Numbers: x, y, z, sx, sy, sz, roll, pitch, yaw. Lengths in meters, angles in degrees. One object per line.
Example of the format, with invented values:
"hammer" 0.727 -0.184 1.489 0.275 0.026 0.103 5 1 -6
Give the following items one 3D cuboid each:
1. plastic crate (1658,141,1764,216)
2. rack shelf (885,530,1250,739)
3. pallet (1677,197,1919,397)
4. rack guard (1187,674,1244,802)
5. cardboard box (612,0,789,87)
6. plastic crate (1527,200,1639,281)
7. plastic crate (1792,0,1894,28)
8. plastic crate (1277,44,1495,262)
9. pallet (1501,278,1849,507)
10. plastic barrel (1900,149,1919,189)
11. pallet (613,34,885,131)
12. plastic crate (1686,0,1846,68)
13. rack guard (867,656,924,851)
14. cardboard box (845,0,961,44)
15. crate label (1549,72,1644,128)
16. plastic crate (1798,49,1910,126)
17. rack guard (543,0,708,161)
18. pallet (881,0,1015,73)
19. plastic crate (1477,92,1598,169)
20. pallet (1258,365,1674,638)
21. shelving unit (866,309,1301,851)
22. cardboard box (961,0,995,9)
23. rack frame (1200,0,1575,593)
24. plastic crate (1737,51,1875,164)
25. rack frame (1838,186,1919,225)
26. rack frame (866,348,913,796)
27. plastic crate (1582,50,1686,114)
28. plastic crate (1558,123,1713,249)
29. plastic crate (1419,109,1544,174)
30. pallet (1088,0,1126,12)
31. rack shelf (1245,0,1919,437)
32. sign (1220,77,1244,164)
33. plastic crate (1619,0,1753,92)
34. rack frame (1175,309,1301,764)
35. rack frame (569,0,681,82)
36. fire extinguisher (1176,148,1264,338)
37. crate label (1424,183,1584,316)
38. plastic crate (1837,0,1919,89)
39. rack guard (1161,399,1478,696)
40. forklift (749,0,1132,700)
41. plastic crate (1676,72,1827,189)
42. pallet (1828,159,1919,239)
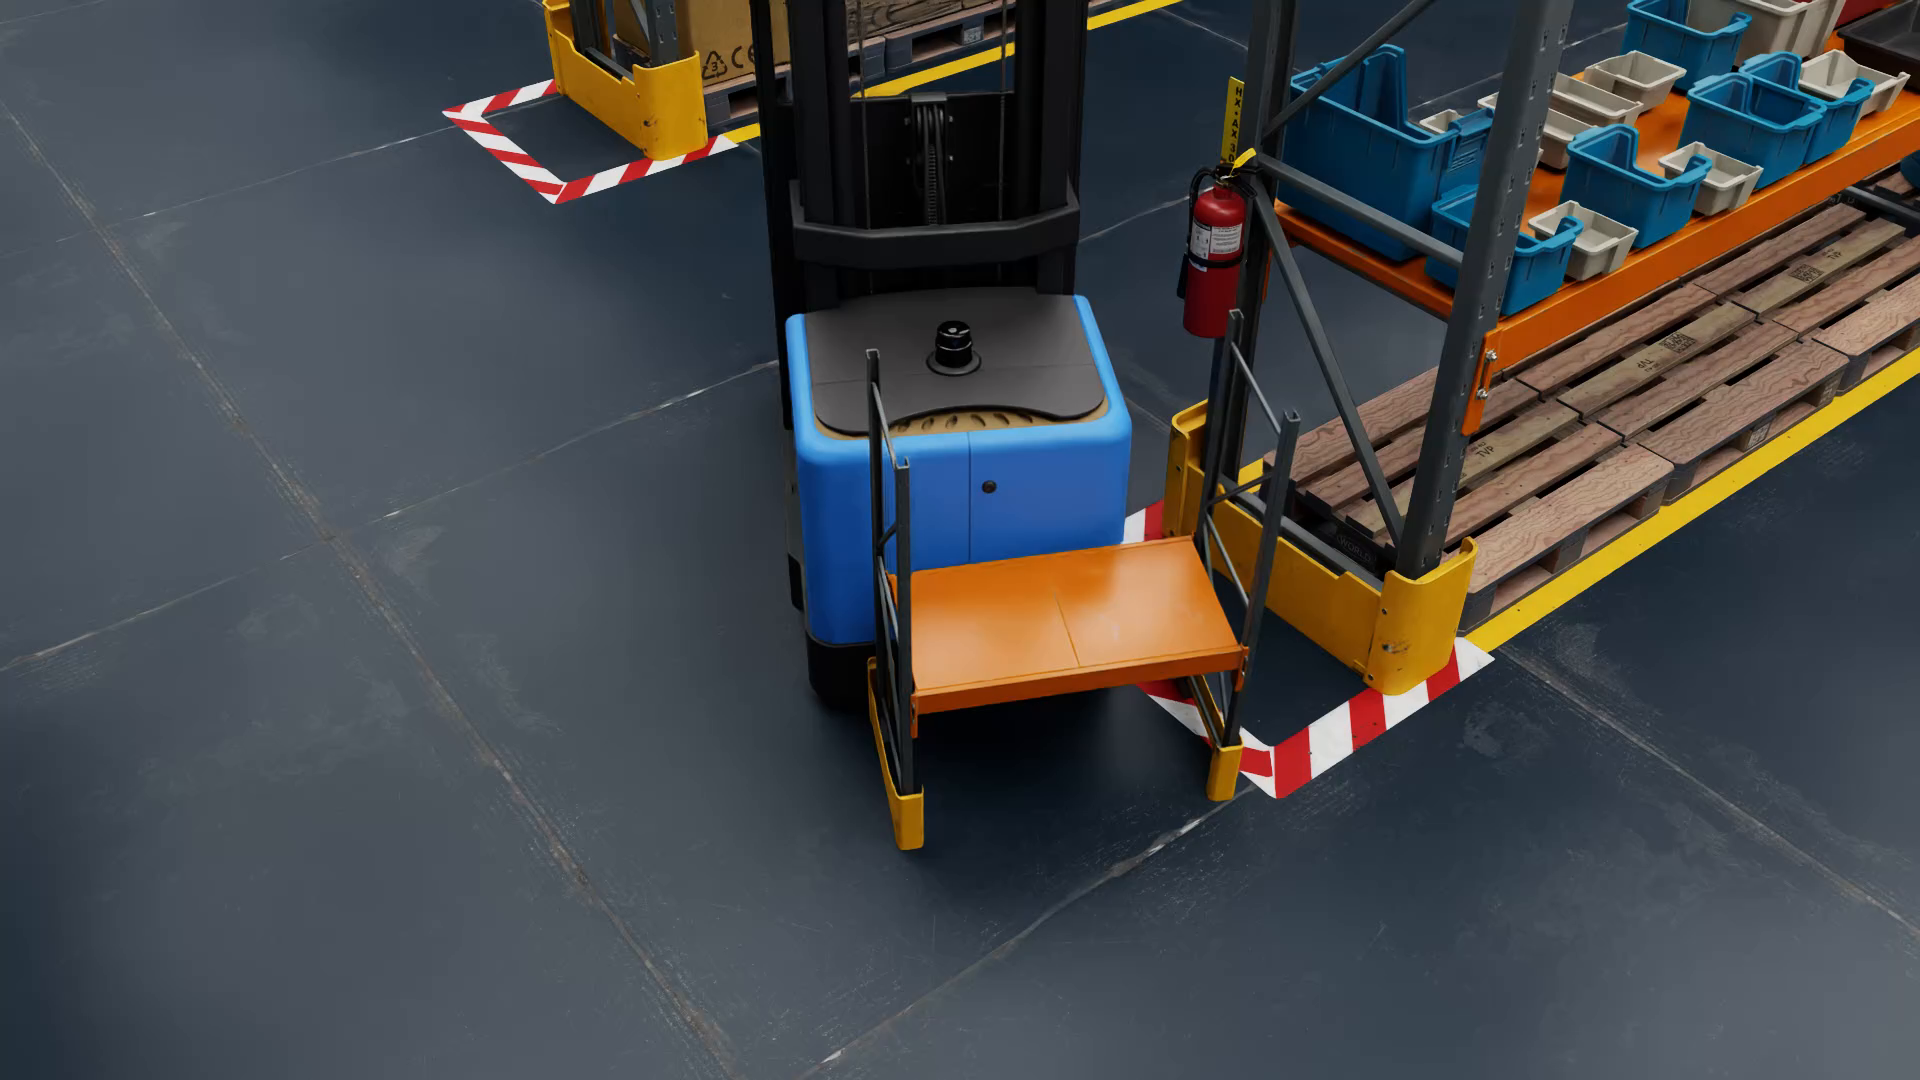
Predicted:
"plastic crate" 2.478 -1.189 5.495 0.298 0.136 0.250 -26 46 -28
"rack shelf" 0.299 0.271 4.992 1.000 0.185 0.538 -7 44 -9
"pallet" 3.851 -1.157 7.494 1.213 0.211 1.003 -26 46 -28
"rack guard" 0.773 0.535 5.370 0.087 0.250 0.587 -7 44 -9
"cardboard box" -1.320 -3.112 9.023 0.875 0.875 0.875 -26 46 -28
"plastic crate" 1.940 -0.926 5.175 0.298 0.136 0.250 -26 46 -28
"plastic crate" 3.550 -2.368 6.674 0.583 0.464 0.402 -26 46 -28
"plastic crate" 1.391 -1.253 5.337 0.499 0.435 0.616 -26 46 -28
"pallet" 2.883 -0.683 6.916 1.213 0.211 1.003 -26 46 -28
"plastic barrel" 4.852 -2.092 7.758 0.708 0.901 0.600 -26 46 -28
"pallet" -1.193 -2.754 9.441 1.213 0.211 1.003 -26 46 -28
"plastic crate" 3.088 -2.019 6.392 0.530 0.282 0.437 -26 46 -28
"rack guard" -0.204 0.660 5.219 0.087 0.250 0.587 -7 44 -9
"cardboard box" -0.599 -3.464 9.452 0.875 0.875 0.875 -26 46 -28
"crate label" 2.220 -1.545 5.929 0.243 0.136 0.396 -26 46 -28
"plastic crate" 3.213 -1.636 6.040 0.466 0.136 0.293 -26 46 -28
"rack guard" -1.798 -2.508 8.913 0.348 0.500 1.175 -26 46 -28
"pallet" -0.226 -3.223 10.012 1.213 0.211 1.003 -26 46 -28
"plastic crate" 2.014 -1.425 5.783 0.243 0.136 0.396 -26 46 -28
"pallet" 1.917 -0.214 6.345 1.213 0.211 1.003 -26 46 -28
"shelving unit" 0.292 0.141 4.868 1.083 1.500 0.587 -7 44 -9
"cardboard box" 0.107 -3.808 9.871 0.875 0.875 0.875 -26 46 -28
"rack frame" 1.239 -0.993 5.095 0.127 3.000 1.000 -26 46 -28
"plastic crate" 2.917 -1.506 5.806 0.300 0.233 0.416 -26 46 -28
"rack frame" 4.411 -2.539 6.980 0.127 3.000 1.000 -26 46 -28
"rack frame" -0.197 0.203 4.792 0.032 1.500 0.500 -7 44 -9
"plastic crate" 2.443 -1.669 6.080 0.250 0.136 0.298 -26 46 -28
"plastic crate" 2.157 -1.136 5.354 0.300 0.233 0.416 -26 46 -28
"plastic crate" 1.775 -1.320 5.655 0.243 0.136 0.396 -26 46 -28
"pallet" 0.742 -3.697 10.590 1.213 0.211 1.003 -26 46 -28
"rack shelf" 2.825 -1.488 6.266 4.000 0.370 1.077 -26 46 -28
"sign" 0.891 -1.327 5.373 0.005 0.325 0.100 -26 46 -28
"plastic crate" 2.711 -1.874 6.254 0.300 0.233 0.416 -26 46 -28
"rack frame" 0.800 0.076 4.946 0.032 1.500 0.500 -7 44 -9
"rack frame" -1.779 -3.484 8.132 0.127 3.000 1.000 -26 46 -28
"fire extinguisher" 0.843 -0.989 5.446 0.183 0.674 0.296 -26 46 -28
"crate label" 1.635 -0.881 5.044 0.303 0.233 0.416 -26 46 -28
"plastic crate" 3.687 -1.888 6.356 0.590 0.125 0.437 -26 46 -28
"rack guard" 1.228 -0.011 5.869 0.348 0.500 1.175 -26 46 -28
"forklift" -0.162 -1.536 5.811 1.130 2.935 3.031 -5 40 -6
"plastic crate" 2.679 -1.390 5.664 0.300 0.233 0.416 -26 46 -28
"pallet" 5.048 -1.738 8.202 1.213 0.211 1.003 -26 46 -28
